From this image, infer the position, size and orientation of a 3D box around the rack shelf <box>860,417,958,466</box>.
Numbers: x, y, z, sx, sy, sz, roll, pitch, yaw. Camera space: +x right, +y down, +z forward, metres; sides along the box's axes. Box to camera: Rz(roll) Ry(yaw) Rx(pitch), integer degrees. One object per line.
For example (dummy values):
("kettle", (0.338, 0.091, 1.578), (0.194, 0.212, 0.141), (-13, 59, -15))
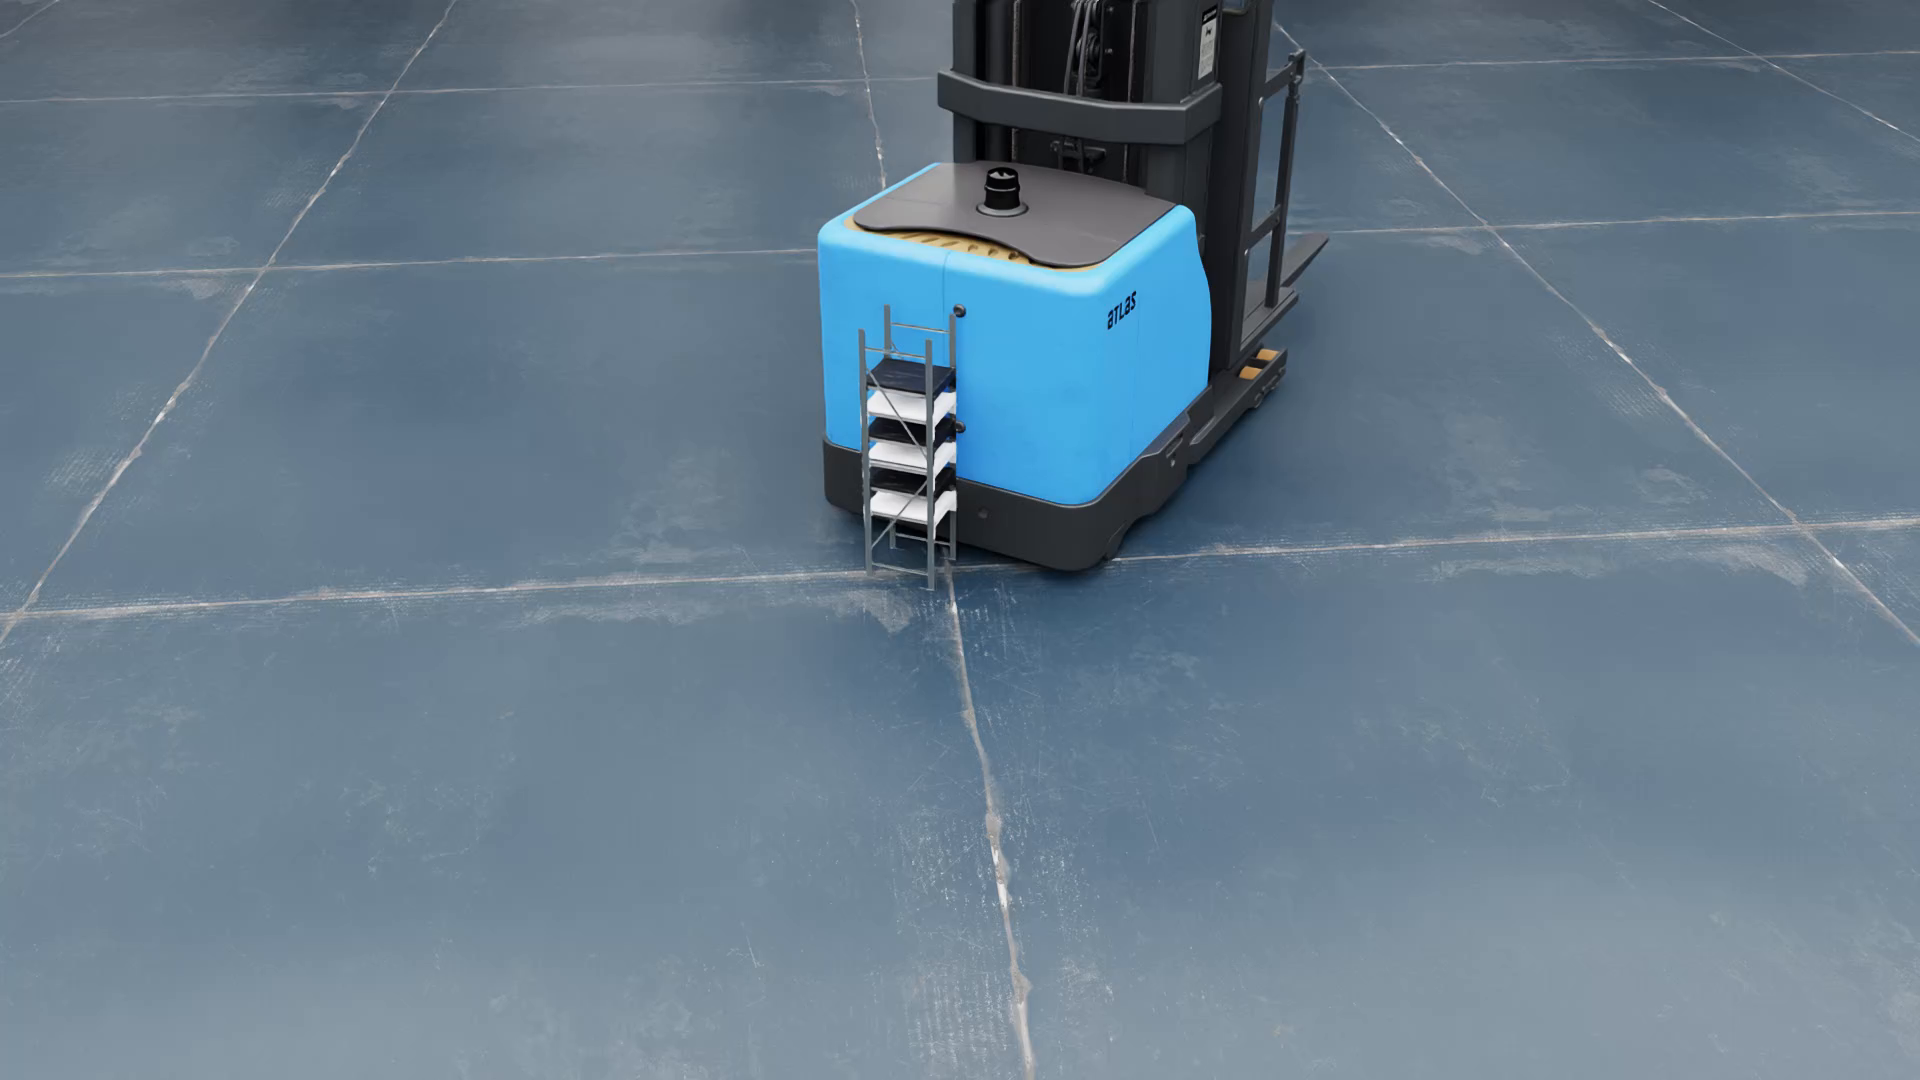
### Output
("rack shelf", (-0.162, -0.336, 5.324), (0.258, 0.077, 0.200), (11, 33, 17))

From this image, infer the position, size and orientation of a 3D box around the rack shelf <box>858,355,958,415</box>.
("rack shelf", (-0.162, -0.490, 5.231), (0.258, 0.077, 0.200), (11, 33, 17))

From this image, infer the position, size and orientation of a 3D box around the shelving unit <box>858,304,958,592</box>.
("shelving unit", (-0.162, -0.287, 5.353), (0.258, 0.900, 0.210), (11, 33, 17))

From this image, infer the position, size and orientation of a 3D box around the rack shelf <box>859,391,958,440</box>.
("rack shelf", (-0.162, -0.413, 5.277), (0.258, 0.077, 0.200), (11, 33, 17))

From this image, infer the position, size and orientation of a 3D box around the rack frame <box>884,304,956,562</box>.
("rack frame", (-0.127, -0.336, 5.434), (0.240, 0.900, 0.006), (11, 33, 17))

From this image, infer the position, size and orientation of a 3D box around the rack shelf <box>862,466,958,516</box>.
("rack shelf", (-0.162, -0.181, 5.416), (0.258, 0.077, 0.200), (11, 33, 17))

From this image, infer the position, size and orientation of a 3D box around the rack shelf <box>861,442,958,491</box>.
("rack shelf", (-0.162, -0.258, 5.370), (0.258, 0.077, 0.200), (11, 33, 17))

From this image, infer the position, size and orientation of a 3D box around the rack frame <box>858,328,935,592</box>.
("rack frame", (-0.197, -0.238, 5.271), (0.240, 0.900, 0.006), (11, 33, 17))

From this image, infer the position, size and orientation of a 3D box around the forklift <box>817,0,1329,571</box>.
("forklift", (0.677, -1.885, 6.047), (1.130, 2.935, 3.031), (16, 34, 25))

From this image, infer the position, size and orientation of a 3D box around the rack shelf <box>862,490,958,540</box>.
("rack shelf", (-0.162, -0.104, 5.462), (0.258, 0.077, 0.200), (11, 33, 17))
